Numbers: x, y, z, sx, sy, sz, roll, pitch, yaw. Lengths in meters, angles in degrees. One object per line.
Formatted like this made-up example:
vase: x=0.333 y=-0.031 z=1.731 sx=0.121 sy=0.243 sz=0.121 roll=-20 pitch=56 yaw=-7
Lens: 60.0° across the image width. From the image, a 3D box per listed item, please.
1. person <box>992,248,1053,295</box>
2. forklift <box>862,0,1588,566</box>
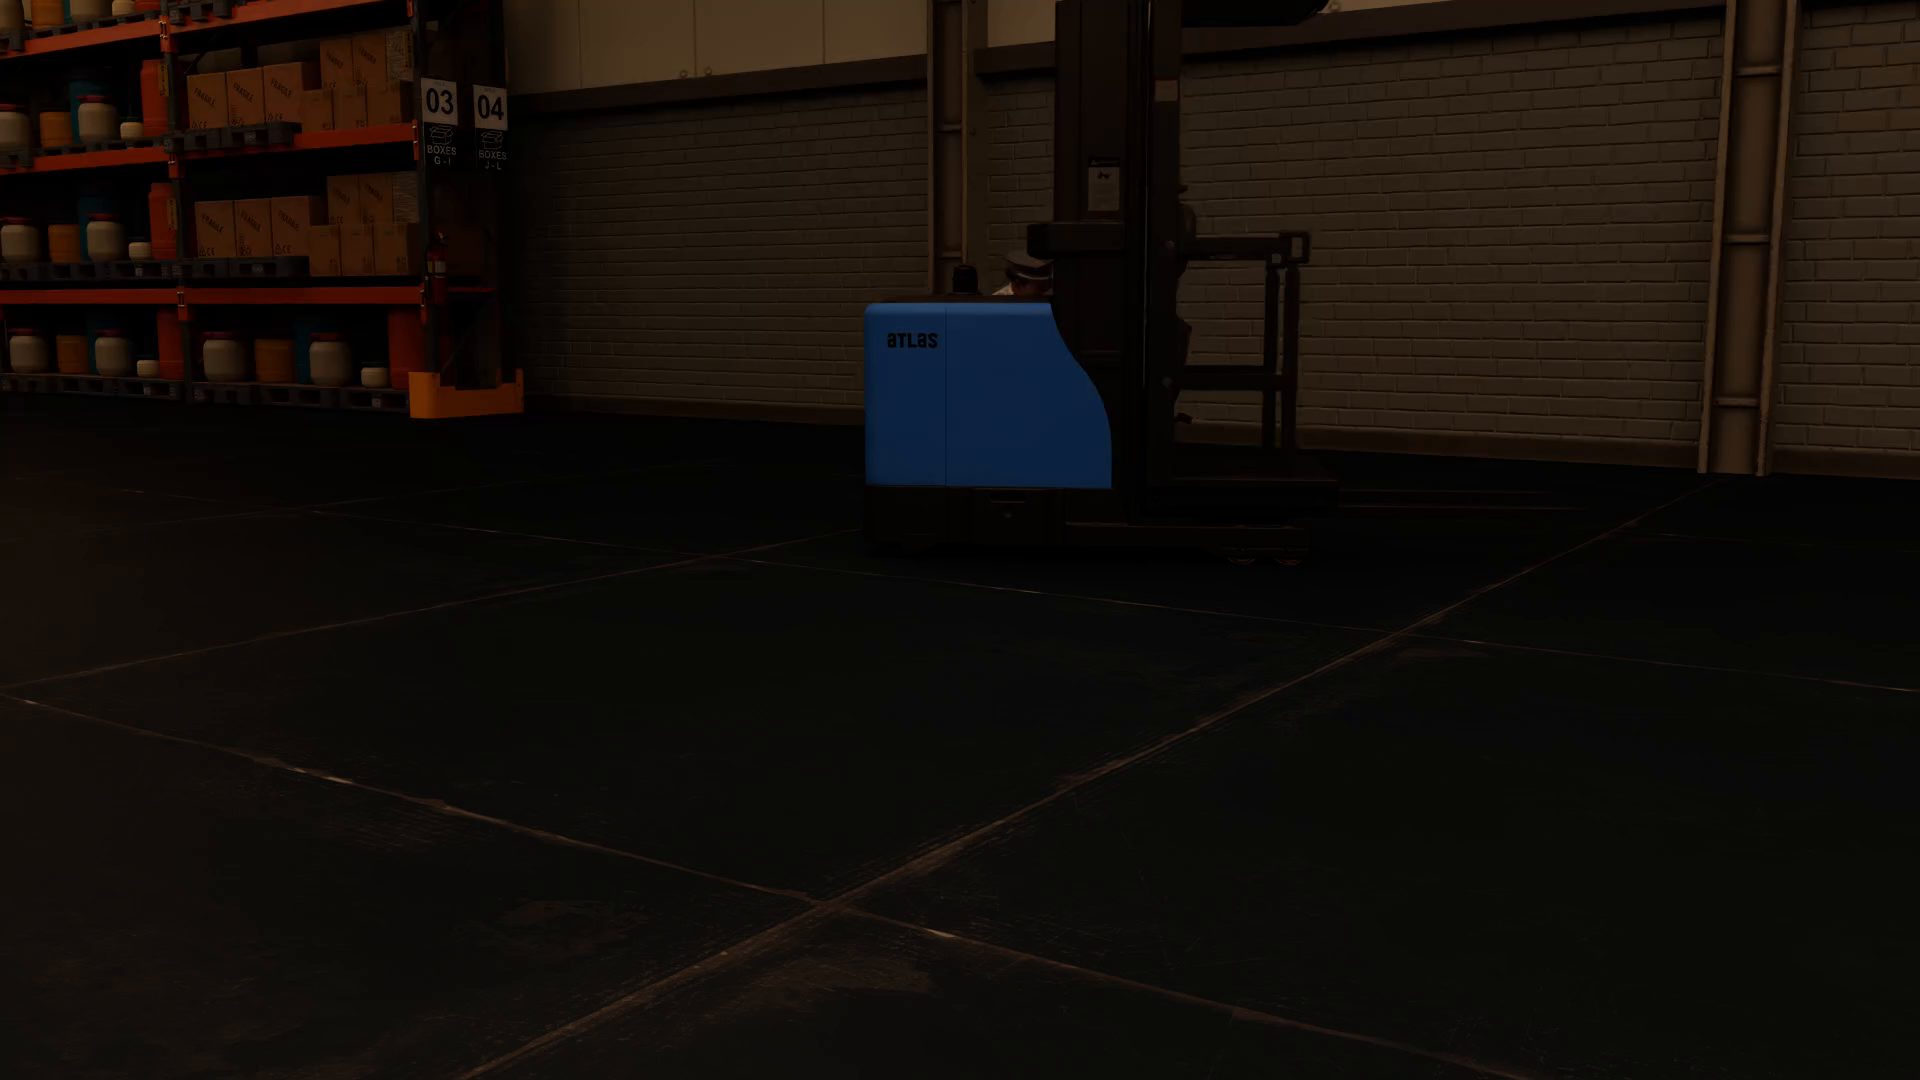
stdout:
person: x=0.440 y=-0.758 z=8.318 sx=0.888 sy=1.384 sz=1.116 roll=8 pitch=11 yaw=43
forklift: x=1.133 y=-1.423 z=7.202 sx=3.031 sy=2.935 sz=1.130 roll=1 pitch=8 yaw=6
